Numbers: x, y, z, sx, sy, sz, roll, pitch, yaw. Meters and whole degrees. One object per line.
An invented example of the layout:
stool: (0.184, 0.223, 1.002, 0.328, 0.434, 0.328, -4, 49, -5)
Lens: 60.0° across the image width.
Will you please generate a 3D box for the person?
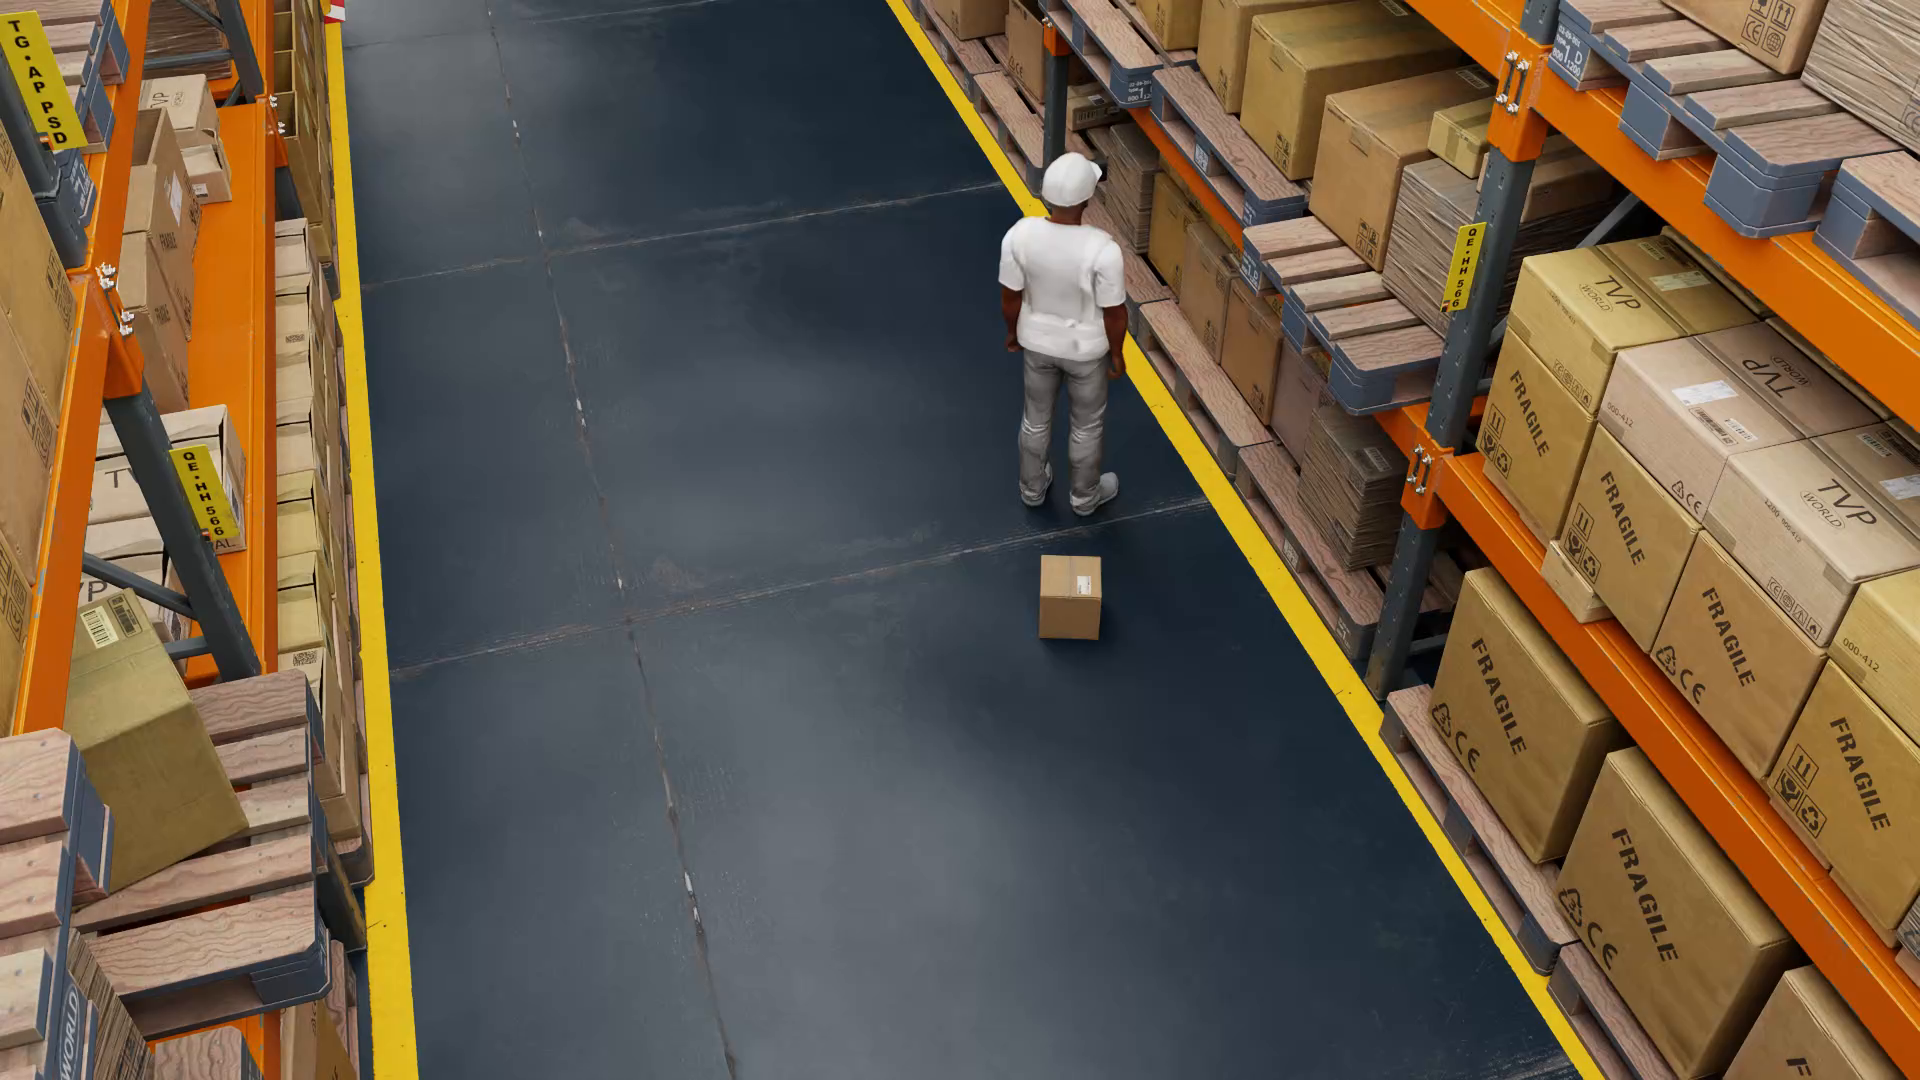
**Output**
person: (0.455, -0.859, 7.095, 0.554, 1.770, 0.394, 15, 44, 16)
